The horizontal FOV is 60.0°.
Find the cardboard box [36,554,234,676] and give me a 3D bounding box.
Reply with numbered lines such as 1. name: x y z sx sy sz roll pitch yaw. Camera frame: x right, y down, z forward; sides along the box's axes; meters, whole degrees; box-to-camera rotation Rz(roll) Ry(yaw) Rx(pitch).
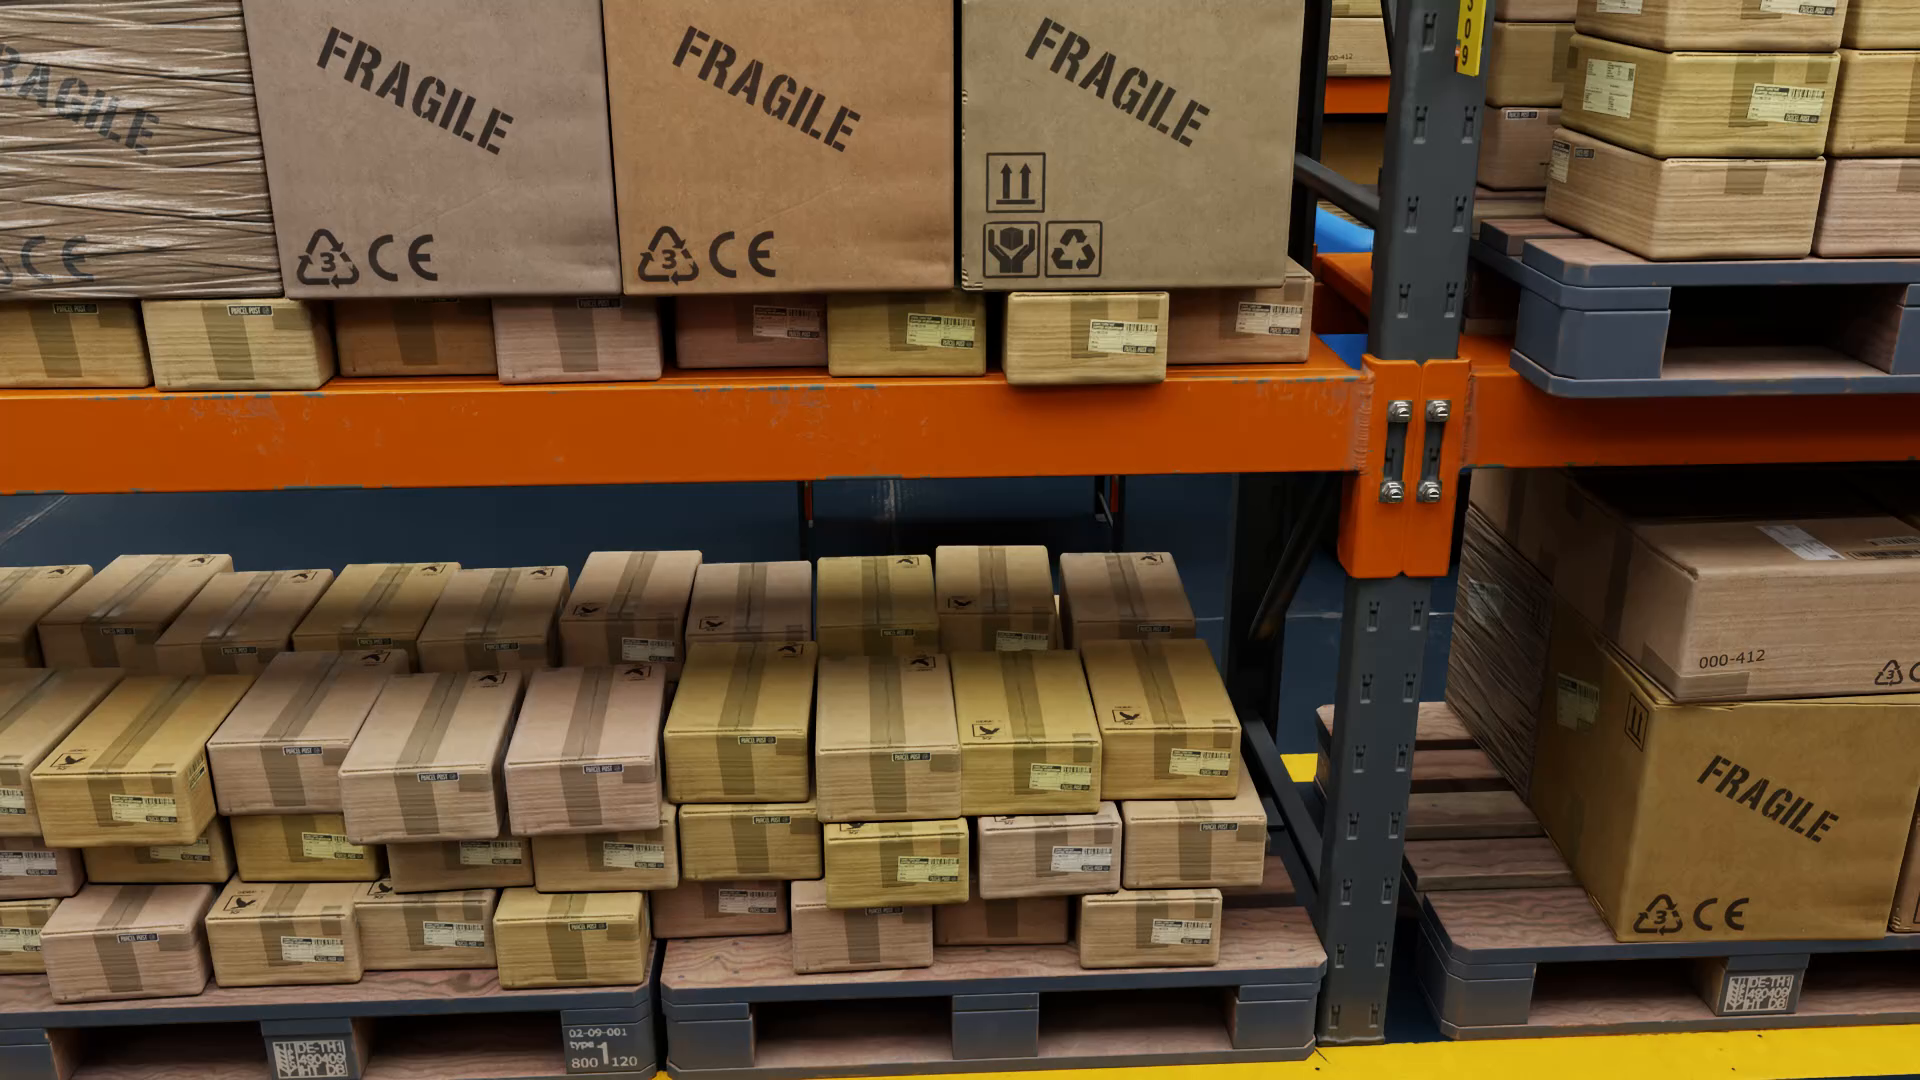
1. cardboard box: -1.741 0.167 3.547 0.250 0.149 0.380 0 21 -1

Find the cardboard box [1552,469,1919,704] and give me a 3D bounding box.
1. cardboard box: 1.459 0.072 3.085 0.500 0.250 0.500 -2 21 -5

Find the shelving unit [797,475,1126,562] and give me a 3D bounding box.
1. shelving unit: -0.007 -0.526 5.420 1.048 1.125 0.538 -1 21 -3

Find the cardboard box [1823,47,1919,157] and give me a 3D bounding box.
1. cardboard box: 1.384 -0.697 2.580 0.250 0.149 0.380 -2 21 -4

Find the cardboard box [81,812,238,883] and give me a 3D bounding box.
1. cardboard box: -1.443 0.483 3.136 0.250 0.149 0.380 0 21 0

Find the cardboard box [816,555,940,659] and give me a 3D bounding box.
1. cardboard box: -0.178 0.170 3.538 0.250 0.149 0.380 -1 21 -4

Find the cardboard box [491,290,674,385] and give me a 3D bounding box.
1. cardboard box: -0.615 -0.381 2.760 0.250 0.149 0.380 -2 21 -5

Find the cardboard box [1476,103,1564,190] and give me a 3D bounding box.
1. cardboard box: 1.091 -0.786 3.232 0.250 0.149 0.380 -2 21 -4

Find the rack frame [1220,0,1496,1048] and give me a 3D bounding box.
1. rack frame: 0.706 -0.628 3.056 0.127 3.000 1.000 -1 21 -3

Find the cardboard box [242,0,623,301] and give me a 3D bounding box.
1. cardboard box: -0.776 -0.684 2.644 0.500 0.500 0.500 -1 21 -3

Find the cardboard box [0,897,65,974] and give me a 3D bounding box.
1. cardboard box: -1.731 0.645 3.128 0.250 0.149 0.380 -1 21 -3

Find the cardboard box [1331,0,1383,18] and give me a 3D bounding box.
1. cardboard box: 1.802 -2.478 7.423 0.500 0.250 0.500 -1 21 -2

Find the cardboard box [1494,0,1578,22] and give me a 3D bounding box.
1. cardboard box: 1.096 -1.063 3.123 0.250 0.149 0.380 0 21 -1

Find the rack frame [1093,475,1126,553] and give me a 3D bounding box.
1. rack frame: 0.501 -0.536 5.448 0.032 1.125 0.500 -1 21 -3

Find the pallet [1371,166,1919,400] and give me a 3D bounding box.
1. pallet: 1.478 -0.503 2.995 1.213 0.211 1.003 -1 21 -3

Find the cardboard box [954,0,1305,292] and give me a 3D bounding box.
1. cardboard box: 0.239 -0.704 2.696 0.500 0.500 0.500 -1 21 -3

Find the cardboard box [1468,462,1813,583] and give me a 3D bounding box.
1. cardboard box: 1.435 -0.112 3.568 0.500 0.250 0.500 -2 21 -4

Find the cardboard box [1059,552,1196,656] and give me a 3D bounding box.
1. cardboard box: 0.350 0.163 3.557 0.250 0.149 0.380 0 21 -1

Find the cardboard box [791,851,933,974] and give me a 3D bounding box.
1. cardboard box: -0.190 0.641 3.139 0.250 0.149 0.380 -2 21 -5

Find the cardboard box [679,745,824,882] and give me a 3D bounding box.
1. cardboard box: -0.382 0.480 3.143 0.250 0.149 0.380 -1 21 -3

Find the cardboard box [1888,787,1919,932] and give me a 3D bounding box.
1. cardboard box: 1.987 0.411 3.248 0.500 0.500 0.500 0 21 -1

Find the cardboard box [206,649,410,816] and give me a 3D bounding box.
1. cardboard box: -1.186 0.348 3.071 0.250 0.149 0.380 -1 21 -3

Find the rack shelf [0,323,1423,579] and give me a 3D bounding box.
1. rack shelf: -1.291 -0.252 3.077 4.000 0.370 1.077 -1 21 -3

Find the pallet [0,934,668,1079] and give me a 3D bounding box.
1. pallet: -1.183 0.727 3.415 1.213 0.211 1.003 -1 21 -3

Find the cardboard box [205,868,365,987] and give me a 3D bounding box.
1. cardboard box: -1.202 0.656 3.099 0.250 0.149 0.380 -1 21 -3

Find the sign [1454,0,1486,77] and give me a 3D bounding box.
1. sign: 0.745 -0.840 2.396 0.005 0.325 0.100 -1 21 -3

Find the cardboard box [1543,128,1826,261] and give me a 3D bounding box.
1. cardboard box: 1.126 -0.552 2.618 0.250 0.149 0.380 -2 21 -6

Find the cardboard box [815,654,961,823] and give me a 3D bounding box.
1. cardboard box: -0.135 0.356 3.050 0.250 0.149 0.380 -1 21 -4

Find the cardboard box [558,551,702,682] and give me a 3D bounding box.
1. cardboard box: -0.695 0.160 3.566 0.250 0.149 0.380 -1 21 -2

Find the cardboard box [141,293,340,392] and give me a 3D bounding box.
1. cardboard box: -1.122 -0.365 2.716 0.250 0.149 0.380 -1 21 -2

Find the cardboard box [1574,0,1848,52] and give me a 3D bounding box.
1. cardboard box: 1.126 -0.830 2.512 0.250 0.149 0.380 0 21 0

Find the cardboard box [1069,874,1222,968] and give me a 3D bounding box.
1. cardboard box: 0.334 0.637 3.149 0.250 0.149 0.380 -1 21 -2

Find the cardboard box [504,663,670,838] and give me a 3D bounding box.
1. cardboard box: -0.664 0.372 3.008 0.250 0.149 0.380 -2 21 -6

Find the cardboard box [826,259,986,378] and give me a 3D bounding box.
1. cardboard box: -0.087 -0.394 2.793 0.250 0.149 0.380 0 21 -1

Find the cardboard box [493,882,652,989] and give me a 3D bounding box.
1. cardboard box: -0.699 0.658 3.094 0.250 0.149 0.380 -1 21 -3

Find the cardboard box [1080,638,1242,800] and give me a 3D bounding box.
1. cardboard box: 0.366 0.329 3.121 0.250 0.149 0.380 -1 21 -2

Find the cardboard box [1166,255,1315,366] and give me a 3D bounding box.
1. cardboard box: 0.434 -0.422 2.867 0.250 0.149 0.380 -1 21 -4

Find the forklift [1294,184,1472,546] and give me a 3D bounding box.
1. forklift: 2.613 -1.535 5.534 3.031 2.935 1.130 -3 21 -8

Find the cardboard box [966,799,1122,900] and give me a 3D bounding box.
1. cardboard box: 0.140 0.498 3.096 0.250 0.149 0.380 -2 21 -6

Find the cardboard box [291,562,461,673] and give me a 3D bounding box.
1. cardboard box: -1.211 0.186 3.498 0.250 0.149 0.380 -1 21 -3

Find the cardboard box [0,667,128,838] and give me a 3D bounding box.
1. cardboard box: -1.697 0.376 2.997 0.250 0.149 0.380 0 21 -1

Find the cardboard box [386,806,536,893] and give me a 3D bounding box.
1. cardboard box: -0.904 0.490 3.116 0.250 0.149 0.380 -2 21 -6
